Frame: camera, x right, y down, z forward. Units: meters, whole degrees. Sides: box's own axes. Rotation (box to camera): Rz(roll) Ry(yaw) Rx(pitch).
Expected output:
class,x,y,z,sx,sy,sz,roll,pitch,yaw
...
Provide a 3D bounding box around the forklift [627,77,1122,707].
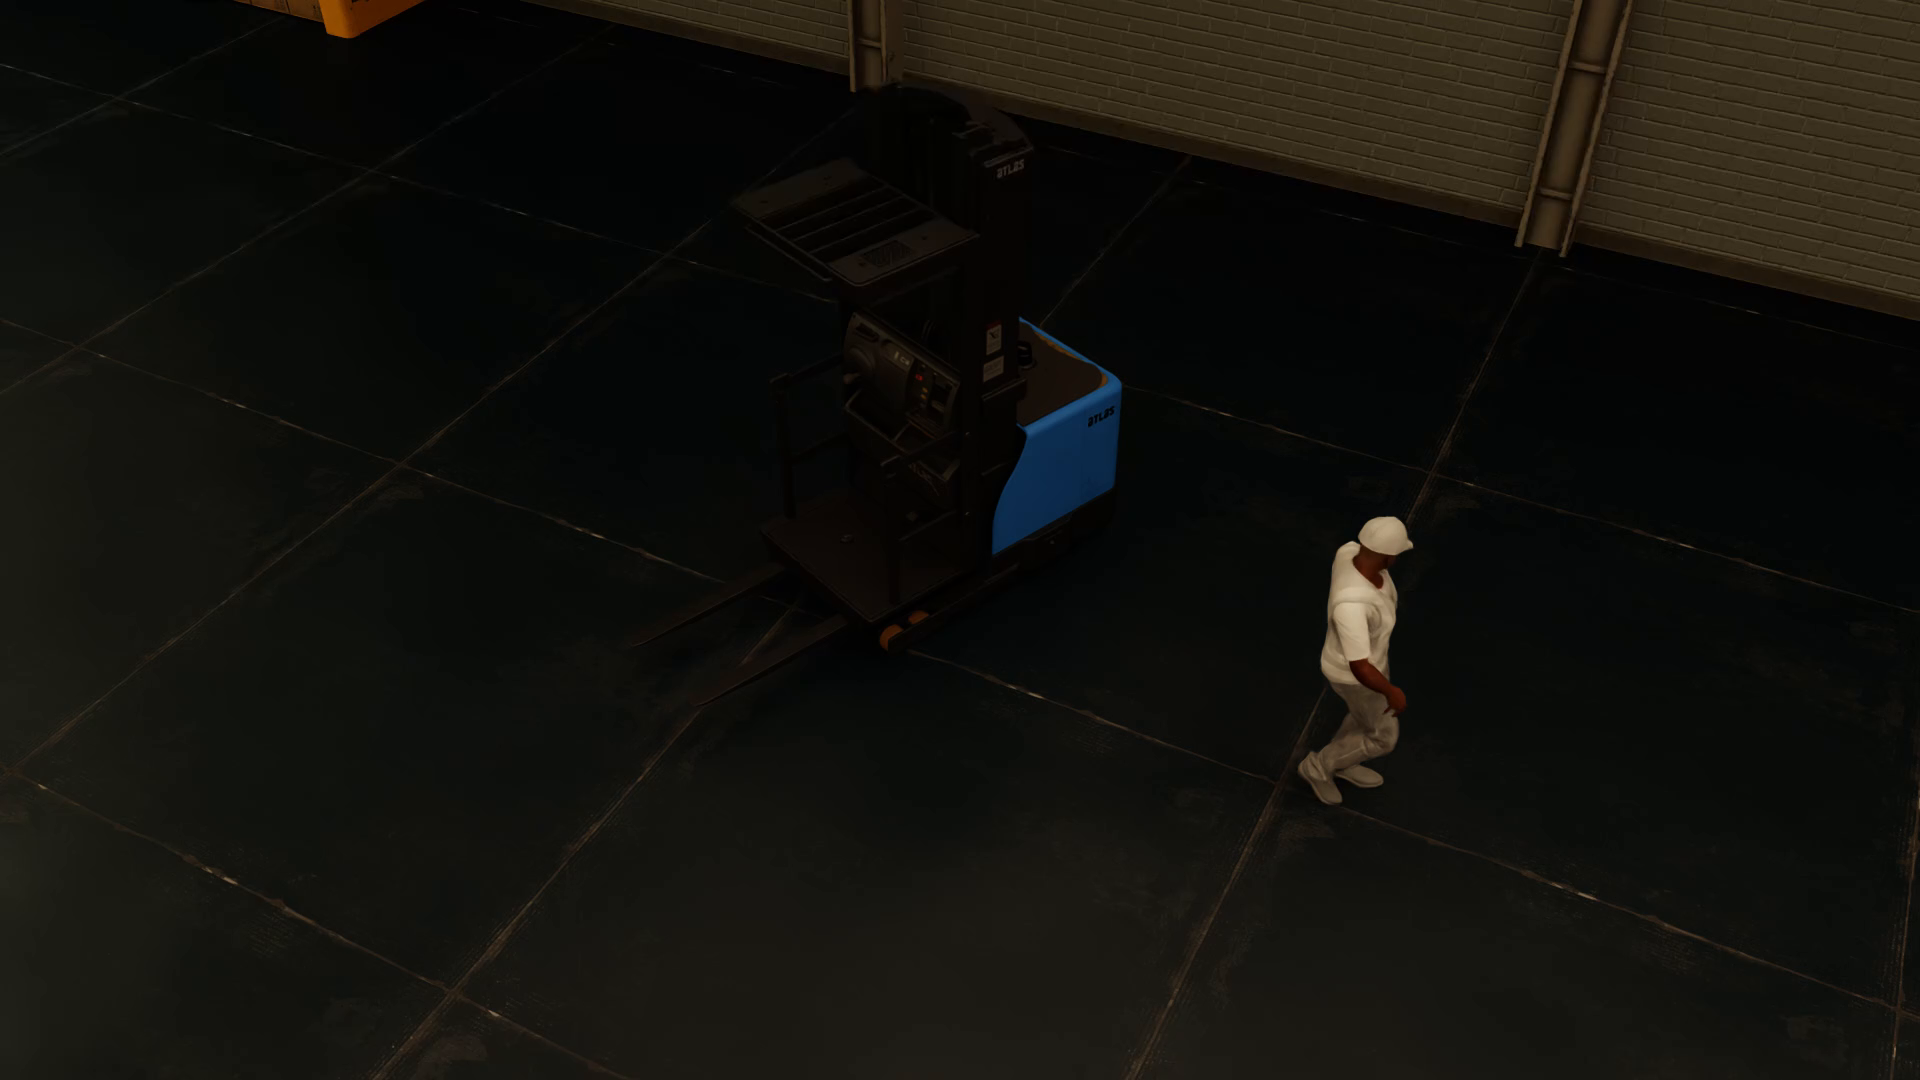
class,x,y,z,sx,sy,sz,roll,pitch,yaw
forklift,-0.484,-0.856,9.003,3.031,2.935,1.130,-29,48,-30

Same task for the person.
class,x,y,z,sx,sy,sz,roll,pitch,yaw
person,2.012,0.569,8.244,0.490,1.732,0.816,13,42,15
